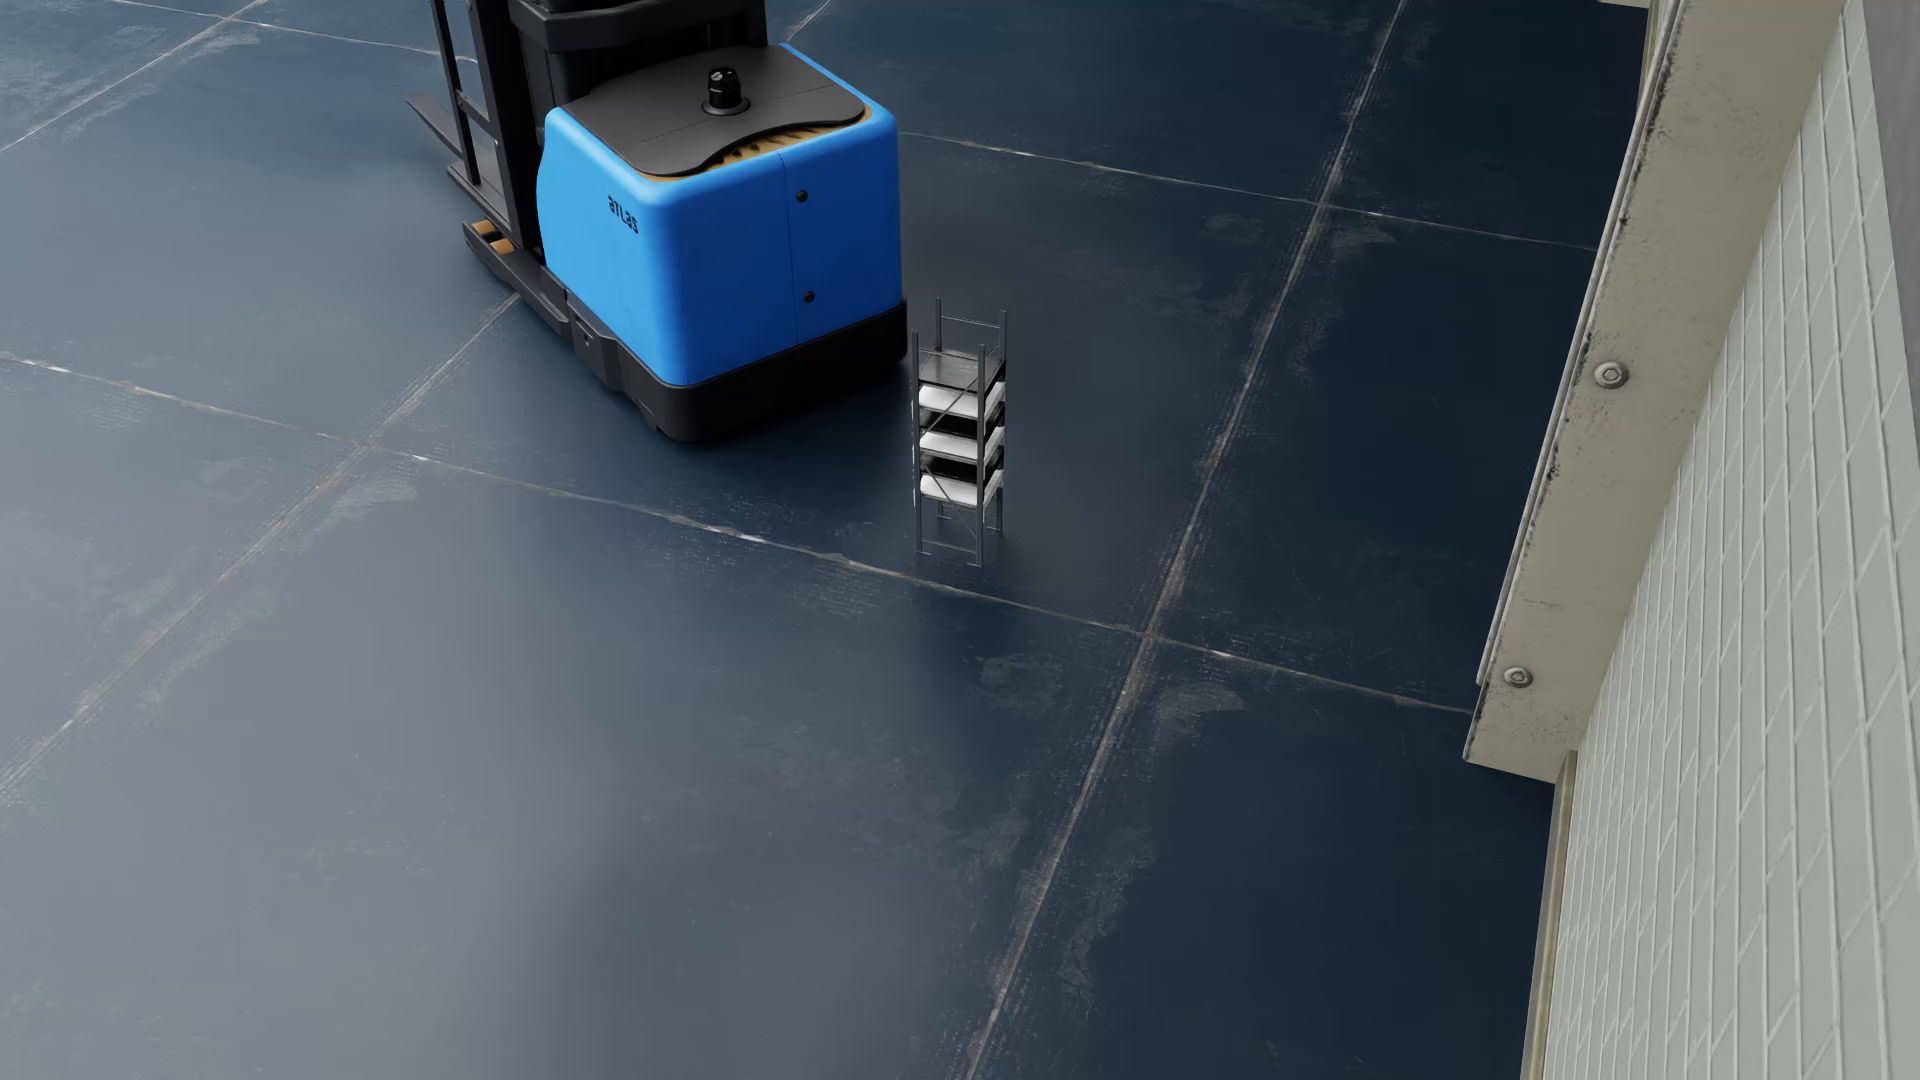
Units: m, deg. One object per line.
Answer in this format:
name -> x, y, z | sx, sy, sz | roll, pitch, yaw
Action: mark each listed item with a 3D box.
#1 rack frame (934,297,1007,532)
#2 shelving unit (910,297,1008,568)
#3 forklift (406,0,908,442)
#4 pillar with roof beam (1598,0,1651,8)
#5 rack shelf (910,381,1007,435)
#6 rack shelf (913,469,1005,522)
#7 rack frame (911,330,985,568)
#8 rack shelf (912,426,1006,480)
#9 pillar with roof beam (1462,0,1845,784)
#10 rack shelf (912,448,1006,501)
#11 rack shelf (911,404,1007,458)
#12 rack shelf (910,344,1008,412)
rack frame -> 0.032, -0.399, 5.525 | 0.240, 0.900, 0.006 | 13, 42, 15
shelving unit -> -0.003, -0.337, 5.452 | 0.258, 0.900, 0.210 | 13, 42, 15
forklift -> -1.472, -2.386, 6.288 | 1.130, 2.935, 3.031 | -25, 46, -26
pillar with roof beam -> -0.277, -7.466, 7.568 | 9.100, 9.000, 0.400 | 13, 42, 15
rack shelf -> -0.003, -0.449, 5.357 | 0.258, 0.077, 0.200 | 13, 42, 15
rack shelf -> -0.003, -0.175, 5.591 | 0.258, 0.077, 0.200 | 13, 42, 15
rack frame -> -0.038, -0.275, 5.379 | 0.240, 0.900, 0.006 | 13, 42, 15
rack shelf -> -0.003, -0.312, 5.474 | 0.258, 0.077, 0.200 | 13, 42, 15
pillar with roof beam -> -2.329, -3.807, 3.279 | 9.100, 9.000, 0.400 | 13, 42, 15
rack shelf -> -0.003, -0.244, 5.532 | 0.258, 0.077, 0.200 | 13, 42, 15
rack shelf -> -0.003, -0.381, 5.415 | 0.258, 0.077, 0.200 | 13, 42, 15
rack shelf -> -0.003, -0.517, 5.299 | 0.258, 0.077, 0.200 | 13, 42, 15
